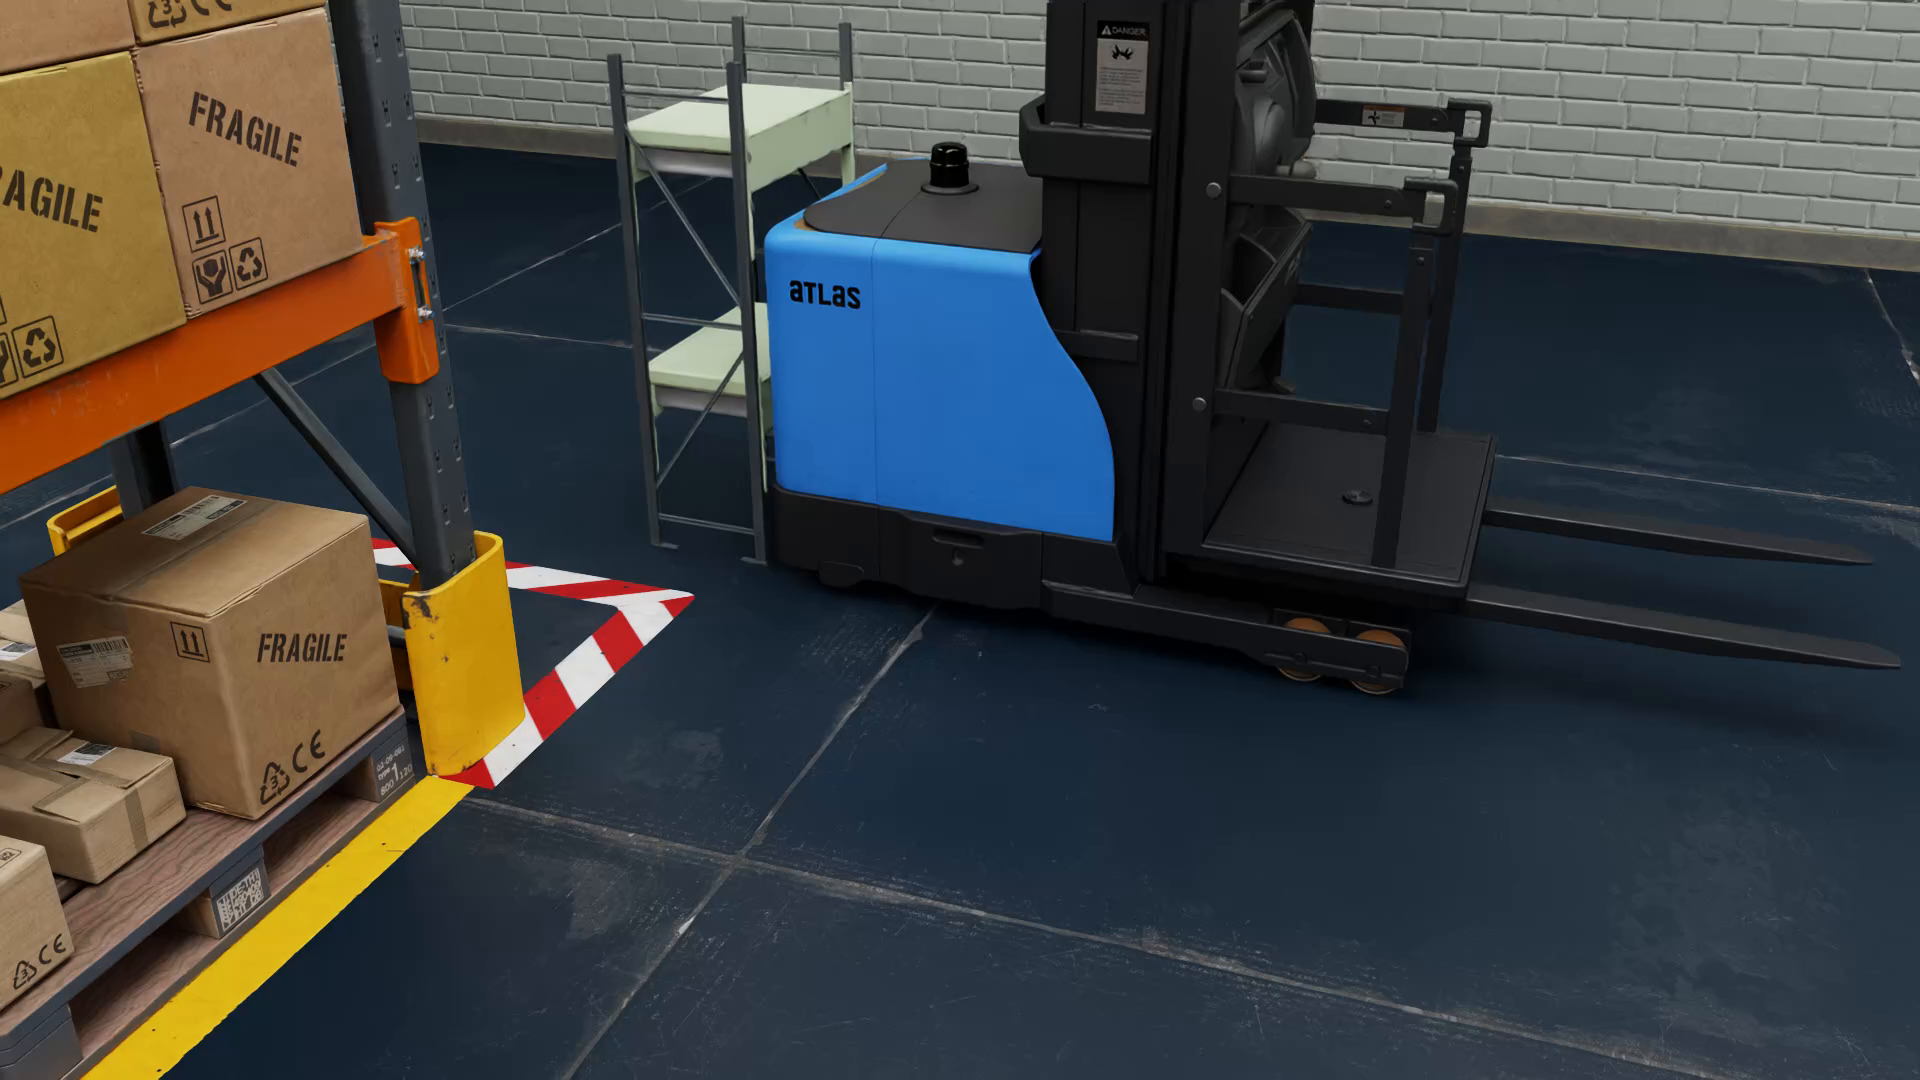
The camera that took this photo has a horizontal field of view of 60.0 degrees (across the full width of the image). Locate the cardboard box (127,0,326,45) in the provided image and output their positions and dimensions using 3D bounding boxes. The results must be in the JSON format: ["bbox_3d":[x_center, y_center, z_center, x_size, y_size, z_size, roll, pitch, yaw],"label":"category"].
[{"bbox_3d":[-1.579,-1.225,3.075,0.500,0.500,0.500,9,27,17],"label":"cardboard box"}]

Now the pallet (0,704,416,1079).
[{"bbox_3d":[-1.979,0.662,3.641,1.003,0.211,1.213,9,27,17],"label":"pallet"}]

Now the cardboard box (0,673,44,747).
[{"bbox_3d":[-2.305,0.475,3.477,0.500,0.250,0.500,9,27,17],"label":"cardboard box"}]

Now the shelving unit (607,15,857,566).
[{"bbox_3d":[-0.649,-0.779,5.138,0.431,1.500,0.755,9,27,18],"label":"shelving unit"}]

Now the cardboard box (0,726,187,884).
[{"bbox_3d":[-1.858,0.537,3.444,0.380,0.166,0.250,9,27,17],"label":"cardboard box"}]

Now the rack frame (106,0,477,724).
[{"bbox_3d":[-1.690,-0.952,3.775,1.000,3.000,0.127,9,27,17],"label":"rack frame"}]

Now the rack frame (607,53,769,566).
[{"bbox_3d":[-0.777,-0.630,4.829,0.400,1.500,0.023,9,27,18],"label":"rack frame"}]

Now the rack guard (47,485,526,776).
[{"bbox_3d":[-1.715,0.204,4.255,1.175,0.500,0.348,9,27,17],"label":"rack guard"}]

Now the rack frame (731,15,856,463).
[{"bbox_3d":[-0.521,-0.929,5.447,0.400,1.500,0.023,9,27,18],"label":"rack frame"}]

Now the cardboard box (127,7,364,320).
[{"bbox_3d":[-1.582,-0.774,3.291,0.500,0.500,0.500,10,27,19],"label":"cardboard box"}]

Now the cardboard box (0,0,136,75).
[{"bbox_3d":[-1.746,-1.017,2.646,0.500,0.500,0.500,10,27,19],"label":"cardboard box"}]

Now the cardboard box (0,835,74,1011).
[{"bbox_3d":[-1.983,0.732,2.946,0.500,0.250,0.500,9,27,17],"label":"cardboard box"}]

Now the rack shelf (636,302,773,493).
[{"bbox_3d":[-0.649,-0.486,5.280,0.431,0.370,0.720,9,27,18],"label":"rack shelf"}]

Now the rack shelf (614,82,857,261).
[{"bbox_3d":[-0.649,-1.130,4.968,0.431,0.370,0.720,9,27,18],"label":"rack shelf"}]

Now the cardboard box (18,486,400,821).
[{"bbox_3d":[-1.638,0.234,3.688,0.500,0.500,0.500,9,27,17],"label":"cardboard box"}]

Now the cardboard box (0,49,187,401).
[{"bbox_3d":[-1.751,-0.560,2.850,0.500,0.500,0.500,9,27,18],"label":"cardboard box"}]

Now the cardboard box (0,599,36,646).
[{"bbox_3d":[-2.153,0.255,4.048,0.380,0.149,0.250,9,27,17],"label":"cardboard box"}]

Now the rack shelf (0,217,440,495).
[{"bbox_3d":[-2.355,0.193,2.234,1.077,0.370,4.000,9,27,17],"label":"rack shelf"}]

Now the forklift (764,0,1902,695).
[{"bbox_3d":[1.016,-1.172,4.308,3.031,2.935,1.130,9,27,18],"label":"forklift"}]

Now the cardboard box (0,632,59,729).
[{"bbox_3d":[-2.236,0.350,3.832,0.380,0.166,0.250,9,27,17],"label":"cardboard box"}]
